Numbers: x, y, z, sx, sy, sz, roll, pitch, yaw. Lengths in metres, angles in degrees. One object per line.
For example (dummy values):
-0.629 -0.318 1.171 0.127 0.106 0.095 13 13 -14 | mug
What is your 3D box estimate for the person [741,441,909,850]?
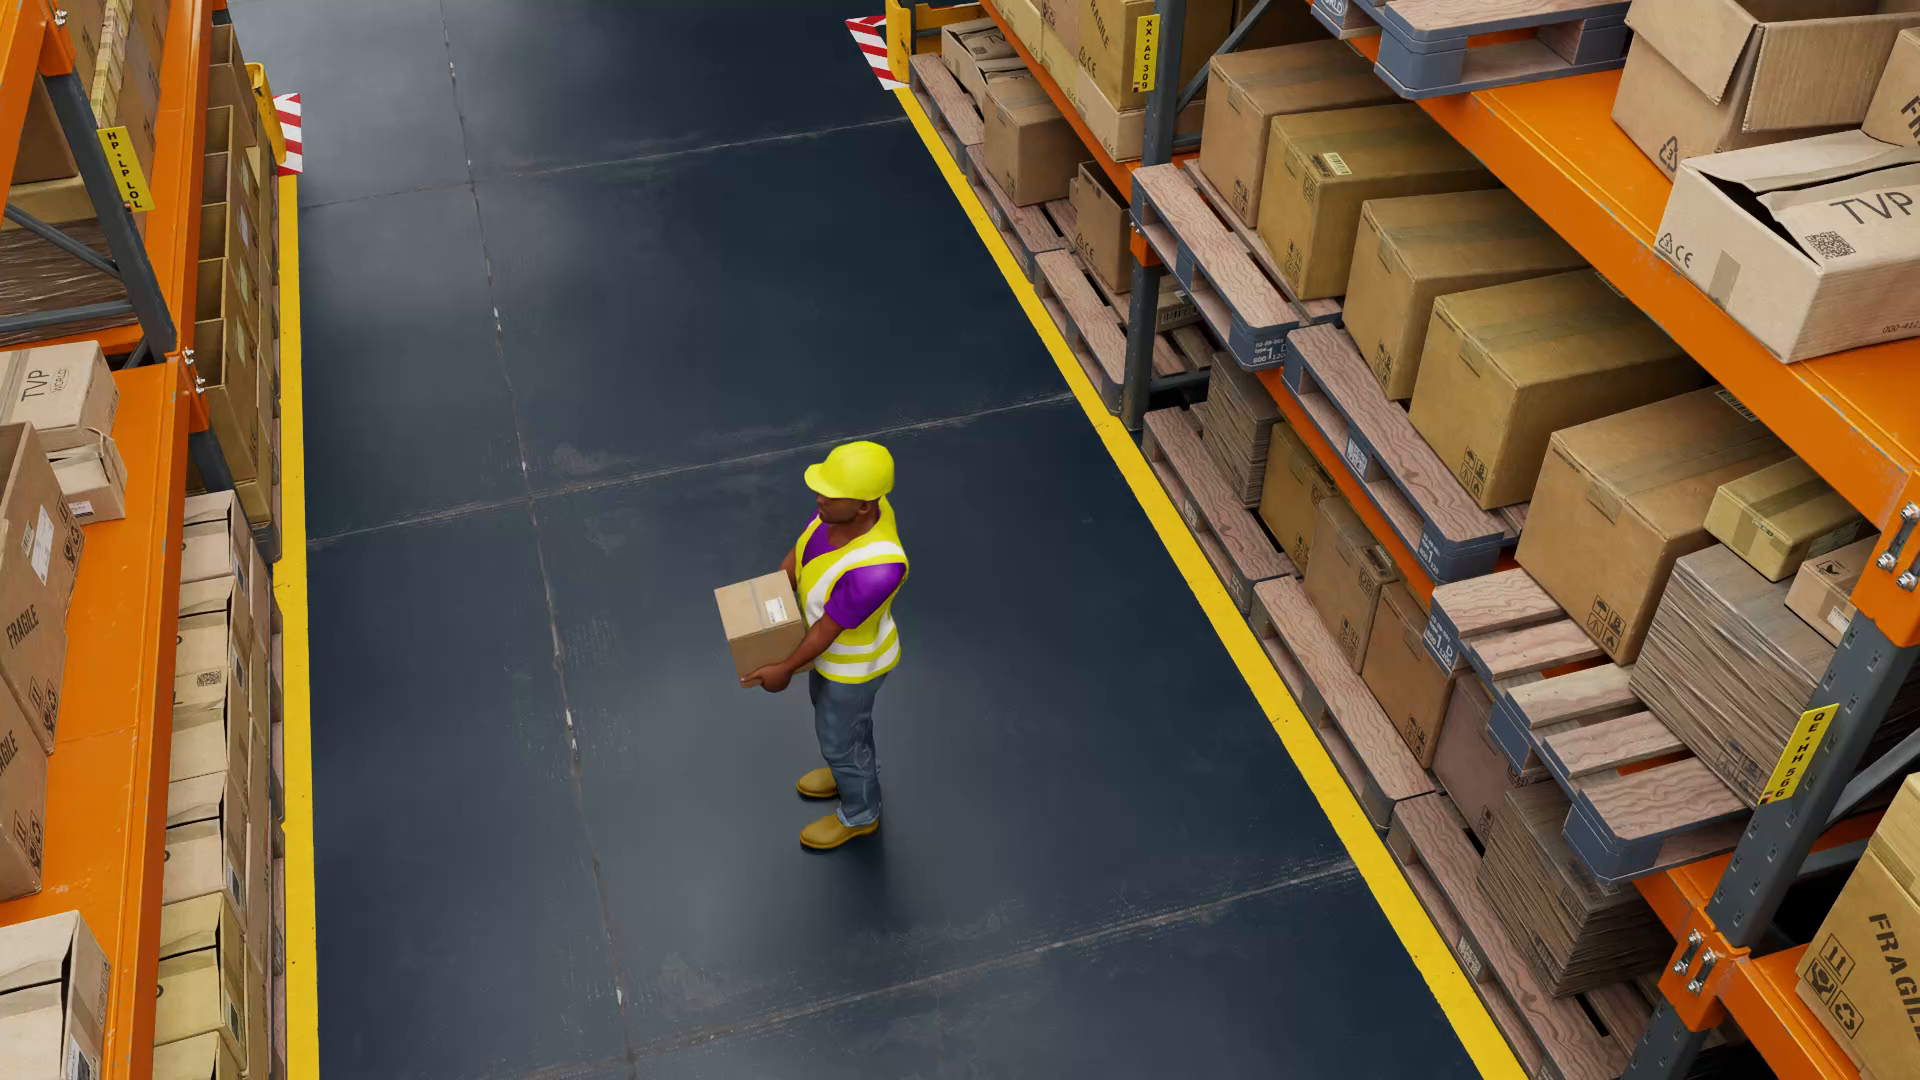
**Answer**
-0.479 0.390 5.714 0.587 1.760 0.503 -11 43 -12 | person
